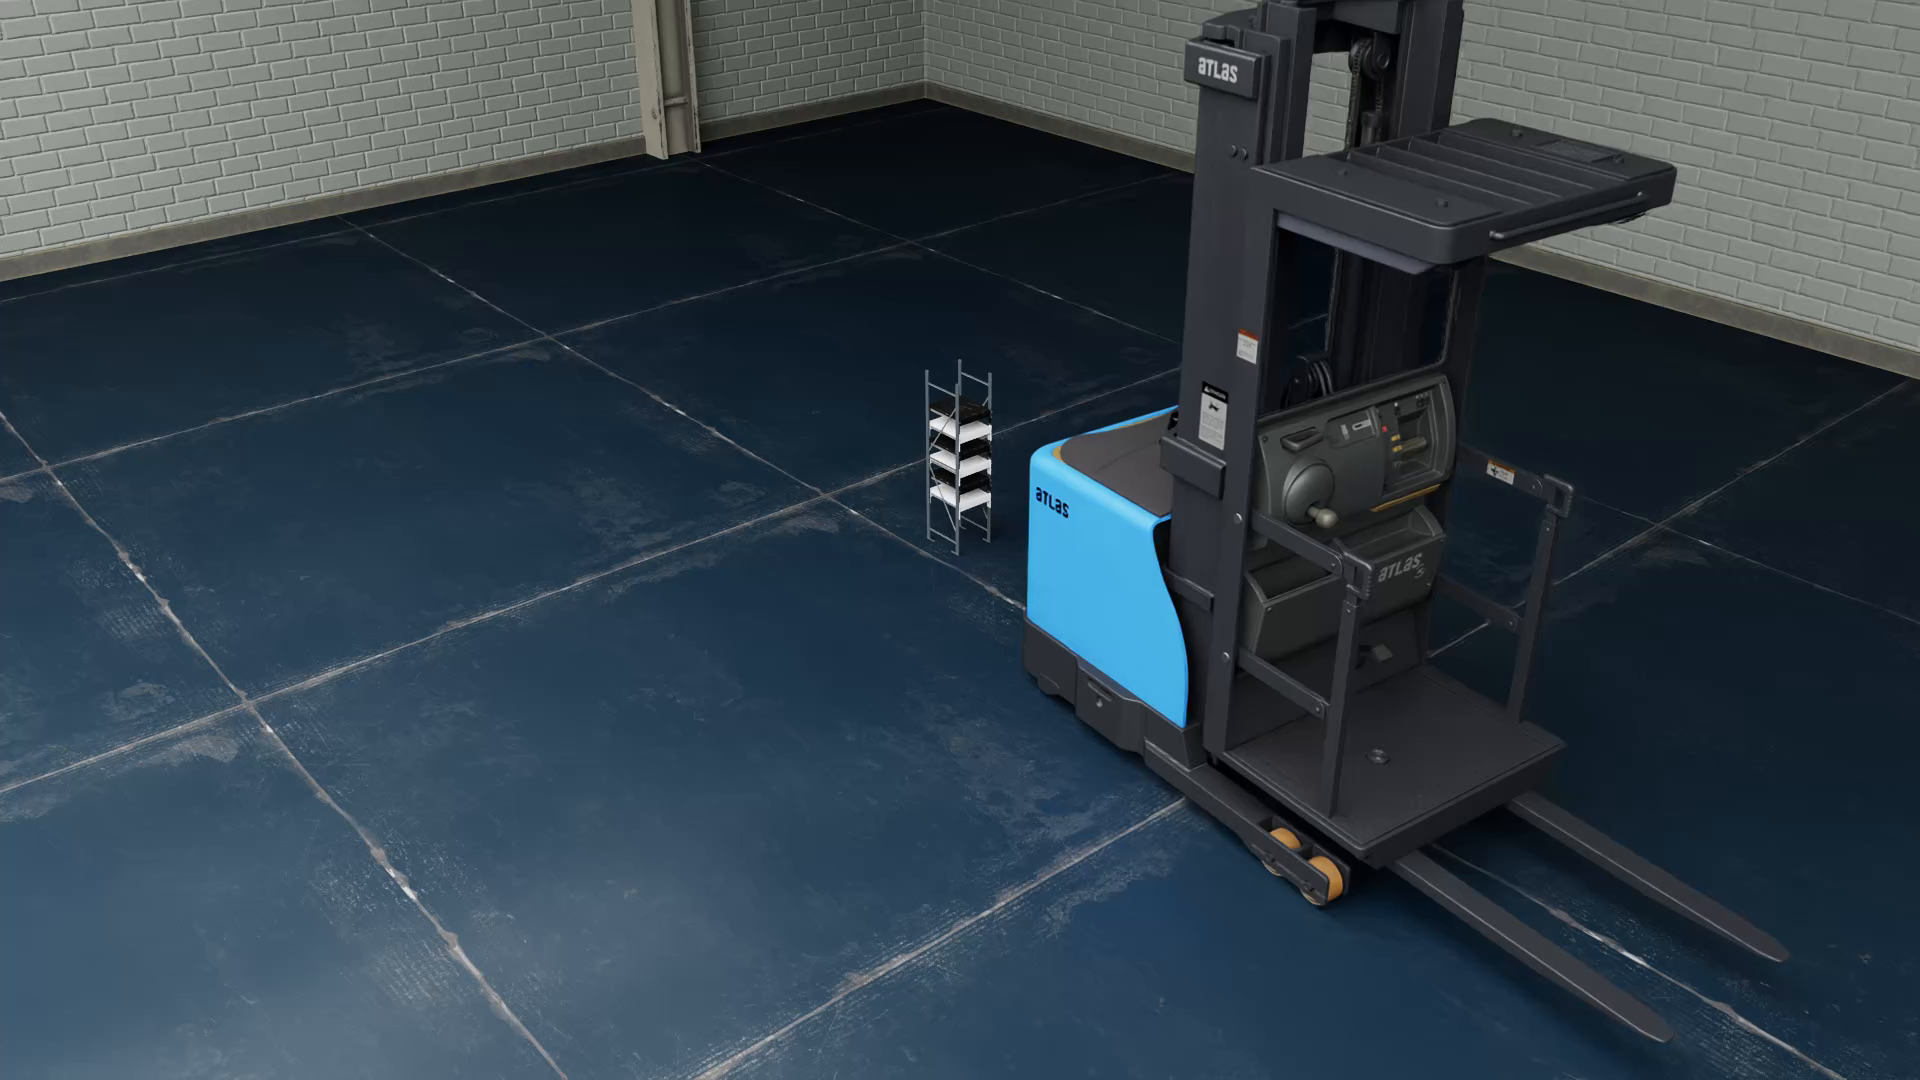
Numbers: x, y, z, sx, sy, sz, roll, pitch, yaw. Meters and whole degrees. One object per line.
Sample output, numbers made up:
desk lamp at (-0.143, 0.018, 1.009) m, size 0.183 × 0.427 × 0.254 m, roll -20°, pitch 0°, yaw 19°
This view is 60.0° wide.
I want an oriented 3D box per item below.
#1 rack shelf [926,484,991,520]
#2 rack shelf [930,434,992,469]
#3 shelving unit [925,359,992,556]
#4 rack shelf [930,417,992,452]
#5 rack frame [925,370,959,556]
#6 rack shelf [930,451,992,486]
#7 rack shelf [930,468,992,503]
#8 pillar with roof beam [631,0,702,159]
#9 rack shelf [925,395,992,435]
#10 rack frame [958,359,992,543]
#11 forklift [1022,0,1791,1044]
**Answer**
rack shelf at (-0.006, -0.206, 8.134) m, size 0.200 × 0.077 × 0.258 m, roll -22°, pitch 35°, yaw -35°
rack shelf at (-0.006, -0.444, 8.007) m, size 0.200 × 0.077 × 0.258 m, roll -22°, pitch 35°, yaw -35°
shelving unit at (-0.006, -0.394, 8.033) m, size 0.210 × 0.900 × 0.258 m, roll -22°, pitch 35°, yaw -35°
rack shelf at (-0.006, -0.524, 7.964) m, size 0.200 × 0.077 × 0.258 m, roll -22°, pitch 35°, yaw -35°
rack frame at (-0.084, -0.363, 7.975) m, size 0.006 × 0.900 × 0.240 m, roll -22°, pitch 35°, yaw -35°
rack shelf at (-0.006, -0.365, 8.049) m, size 0.200 × 0.077 × 0.258 m, roll -22°, pitch 35°, yaw -35°
rack shelf at (-0.006, -0.286, 8.091) m, size 0.200 × 0.077 × 0.258 m, roll -22°, pitch 35°, yaw -35°
pillar with roof beam at (0.270, -5.841, 9.633) m, size 0.400 × 9.000 × 9.100 m, roll -22°, pitch 35°, yaw -35°
rack shelf at (-0.006, -0.603, 7.922) m, size 0.200 × 0.077 × 0.258 m, roll -22°, pitch 35°, yaw -35°
rack frame at (0.071, -0.426, 8.091) m, size 0.006 × 0.900 × 0.240 m, roll -22°, pitch 35°, yaw -35°
forklift at (1.516, -0.270, 5.645) m, size 1.130 × 2.935 × 3.031 m, roll -18°, pitch 33°, yaw -30°
